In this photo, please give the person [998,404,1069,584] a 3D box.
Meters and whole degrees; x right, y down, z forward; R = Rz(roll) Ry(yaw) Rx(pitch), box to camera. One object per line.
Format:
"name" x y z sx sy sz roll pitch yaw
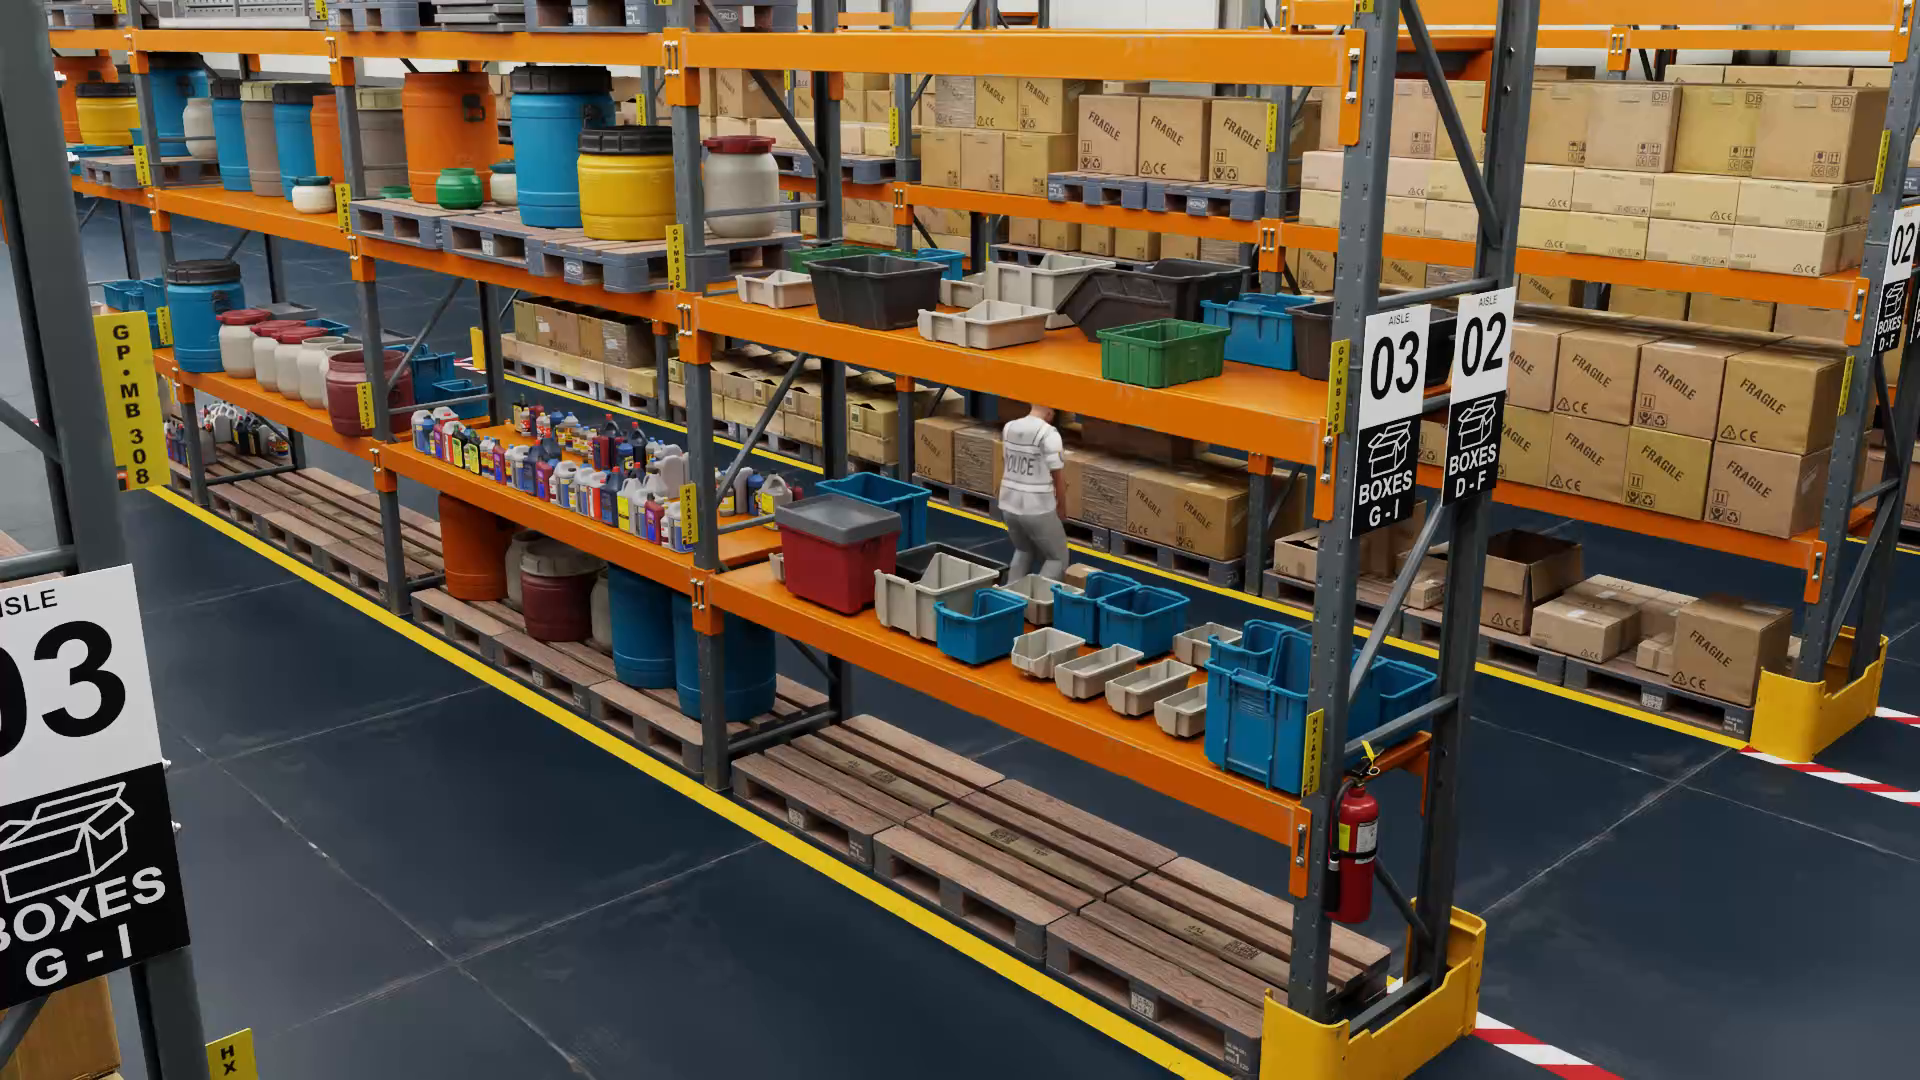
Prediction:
"person" 0.529 -0.243 11.948 0.517 1.691 0.561 -15 23 -40
